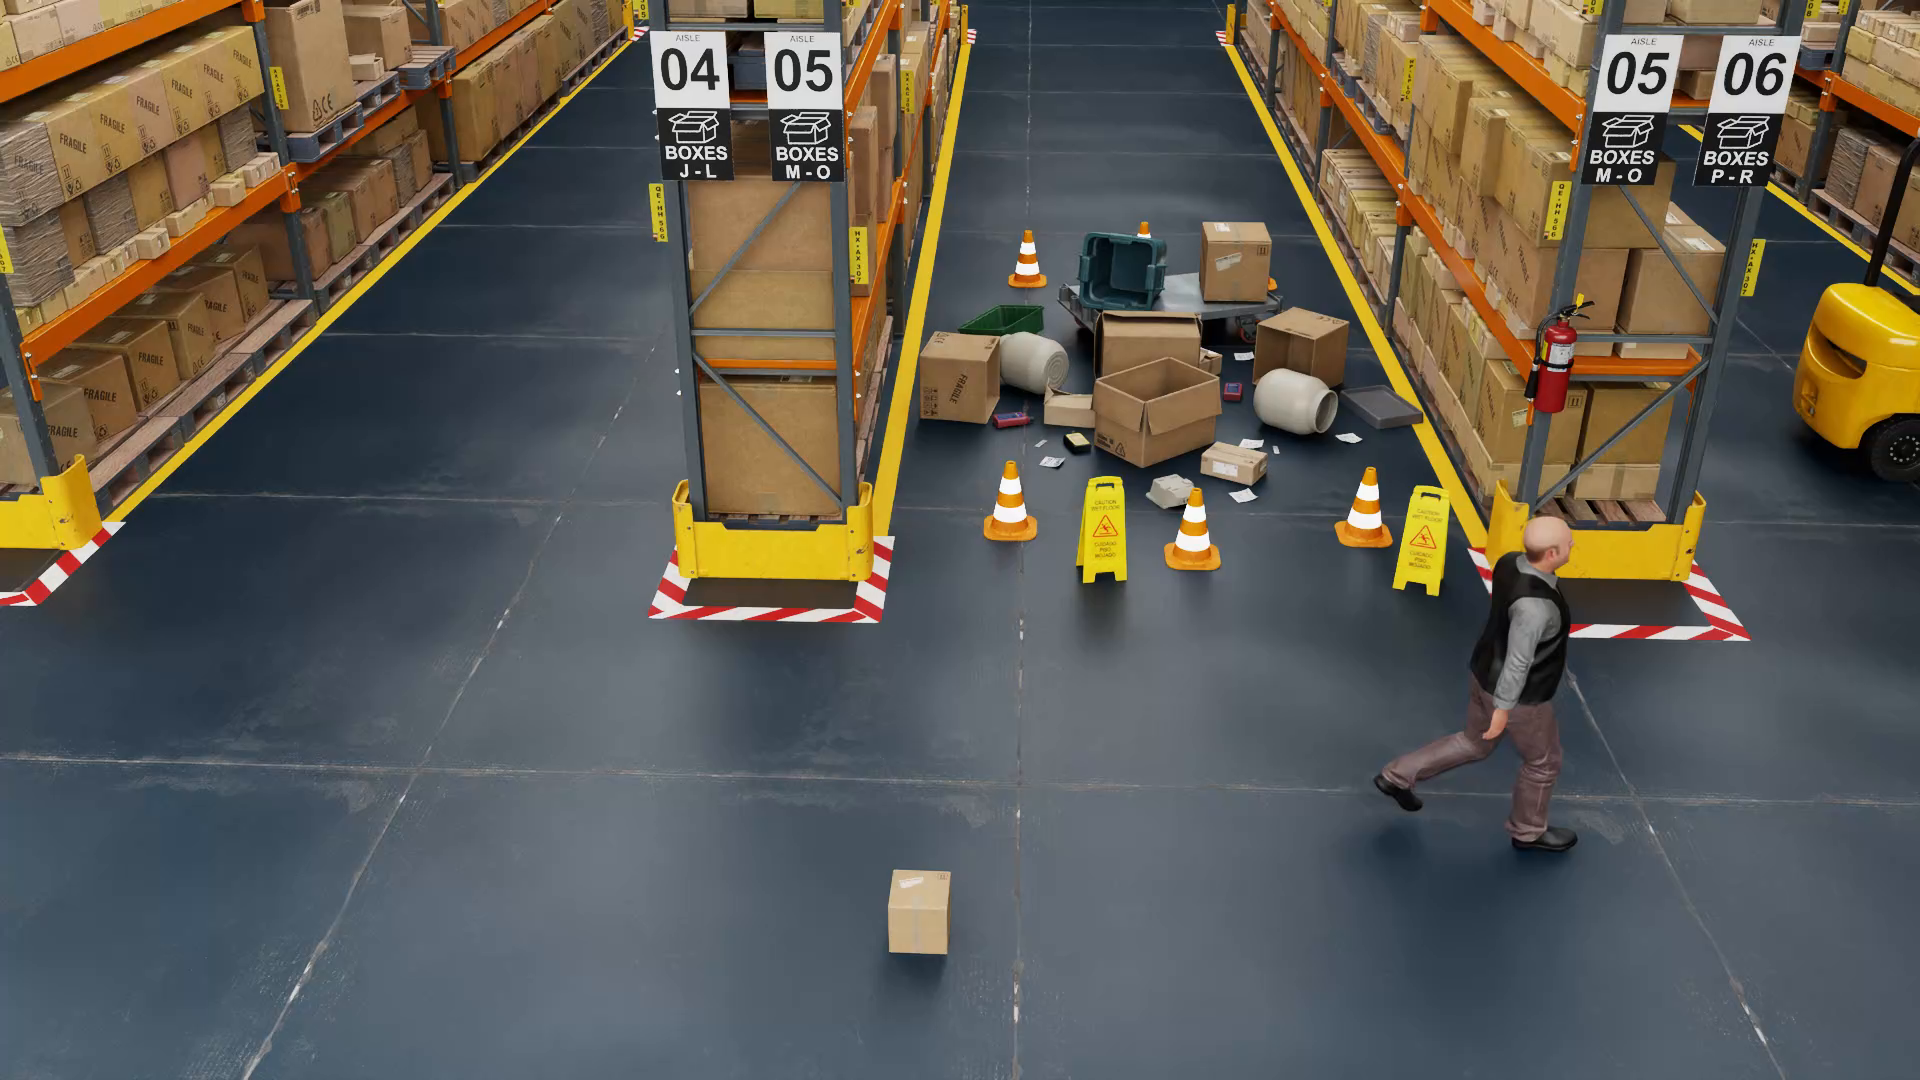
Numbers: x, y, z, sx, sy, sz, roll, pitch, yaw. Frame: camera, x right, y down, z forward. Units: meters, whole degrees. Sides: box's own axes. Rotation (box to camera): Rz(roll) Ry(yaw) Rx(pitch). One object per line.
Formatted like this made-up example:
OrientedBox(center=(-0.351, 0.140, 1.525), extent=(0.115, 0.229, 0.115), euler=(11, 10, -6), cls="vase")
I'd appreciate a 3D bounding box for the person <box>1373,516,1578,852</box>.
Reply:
OrientedBox(center=(2.405, 0.636, 7.440), extent=(0.926, 1.687, 0.548), euler=(0, 28, 0), cls="person")
